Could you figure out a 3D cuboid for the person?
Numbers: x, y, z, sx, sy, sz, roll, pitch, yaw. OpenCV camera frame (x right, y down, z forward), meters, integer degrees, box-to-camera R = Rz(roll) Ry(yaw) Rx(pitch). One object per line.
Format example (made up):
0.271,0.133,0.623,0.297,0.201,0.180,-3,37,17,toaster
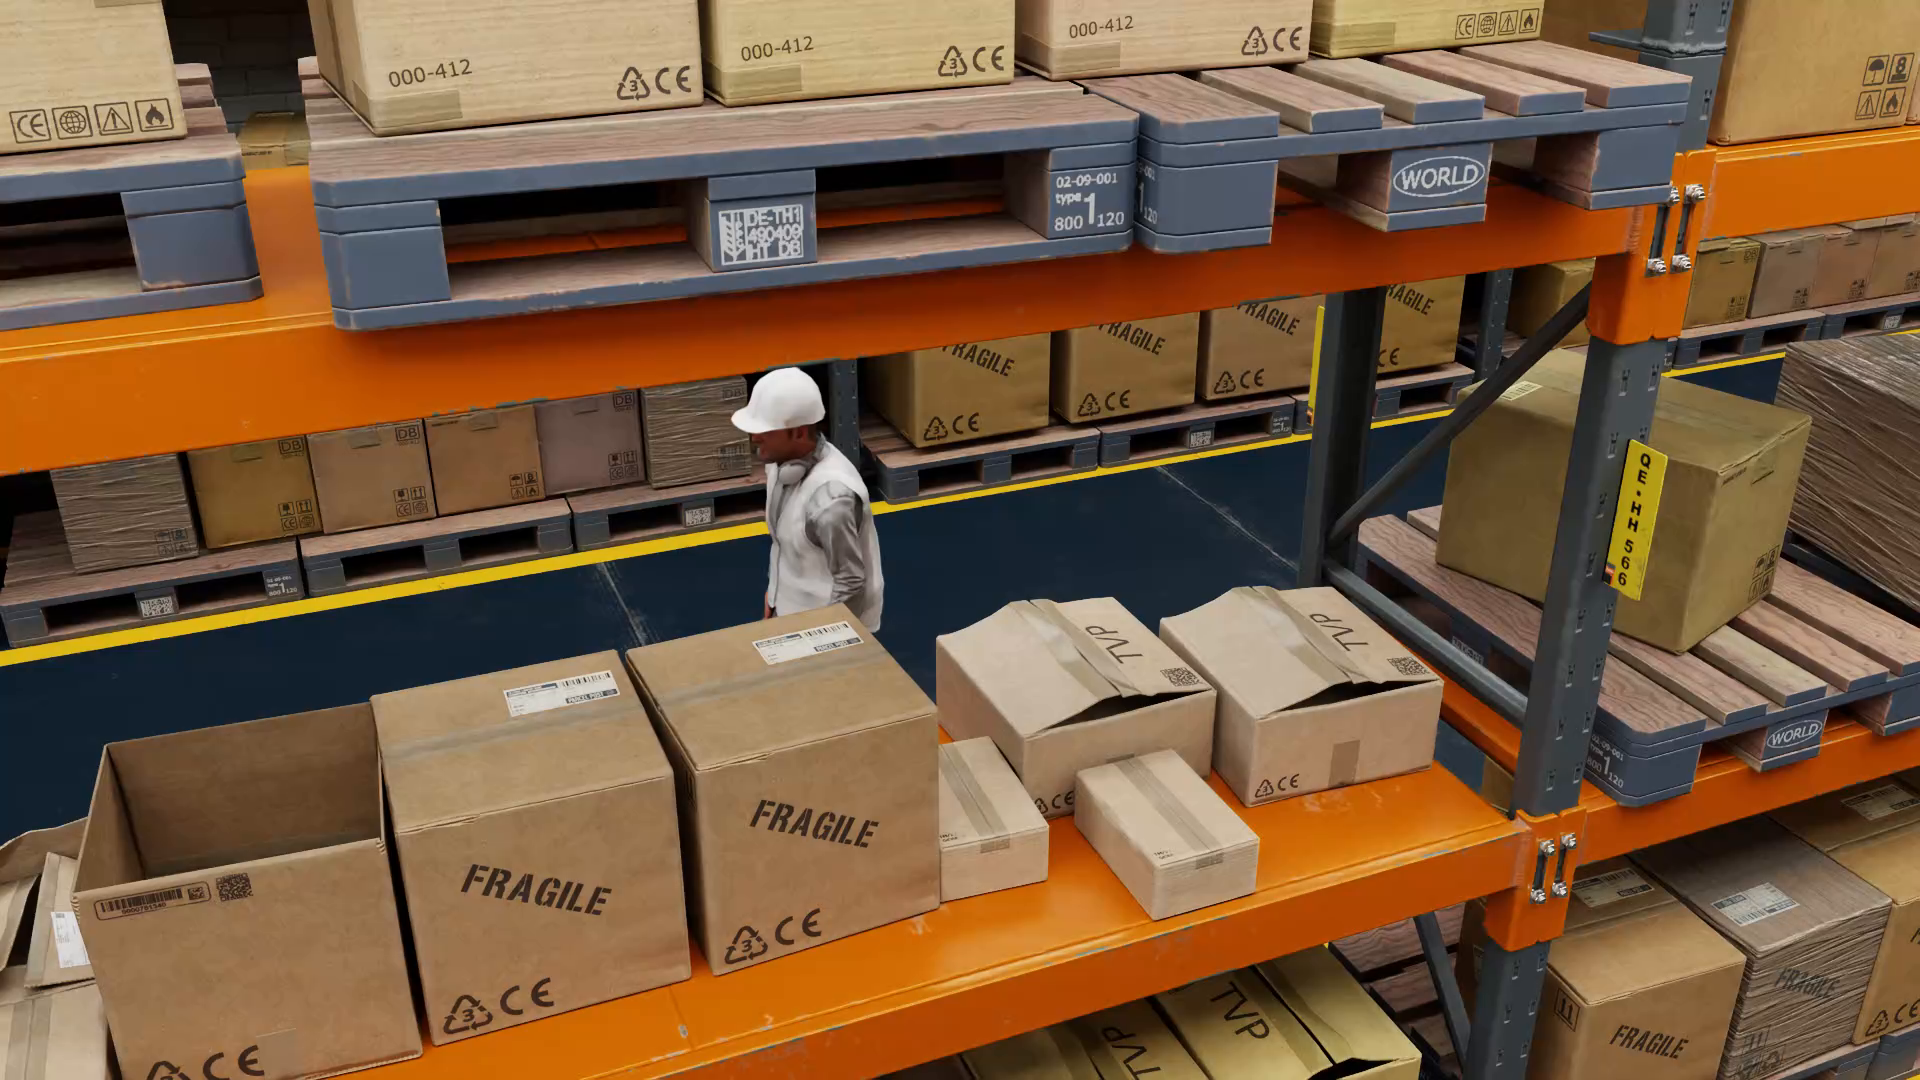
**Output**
-0.497,0.256,5.556,0.464,1.767,0.576,-12,28,-23,person
